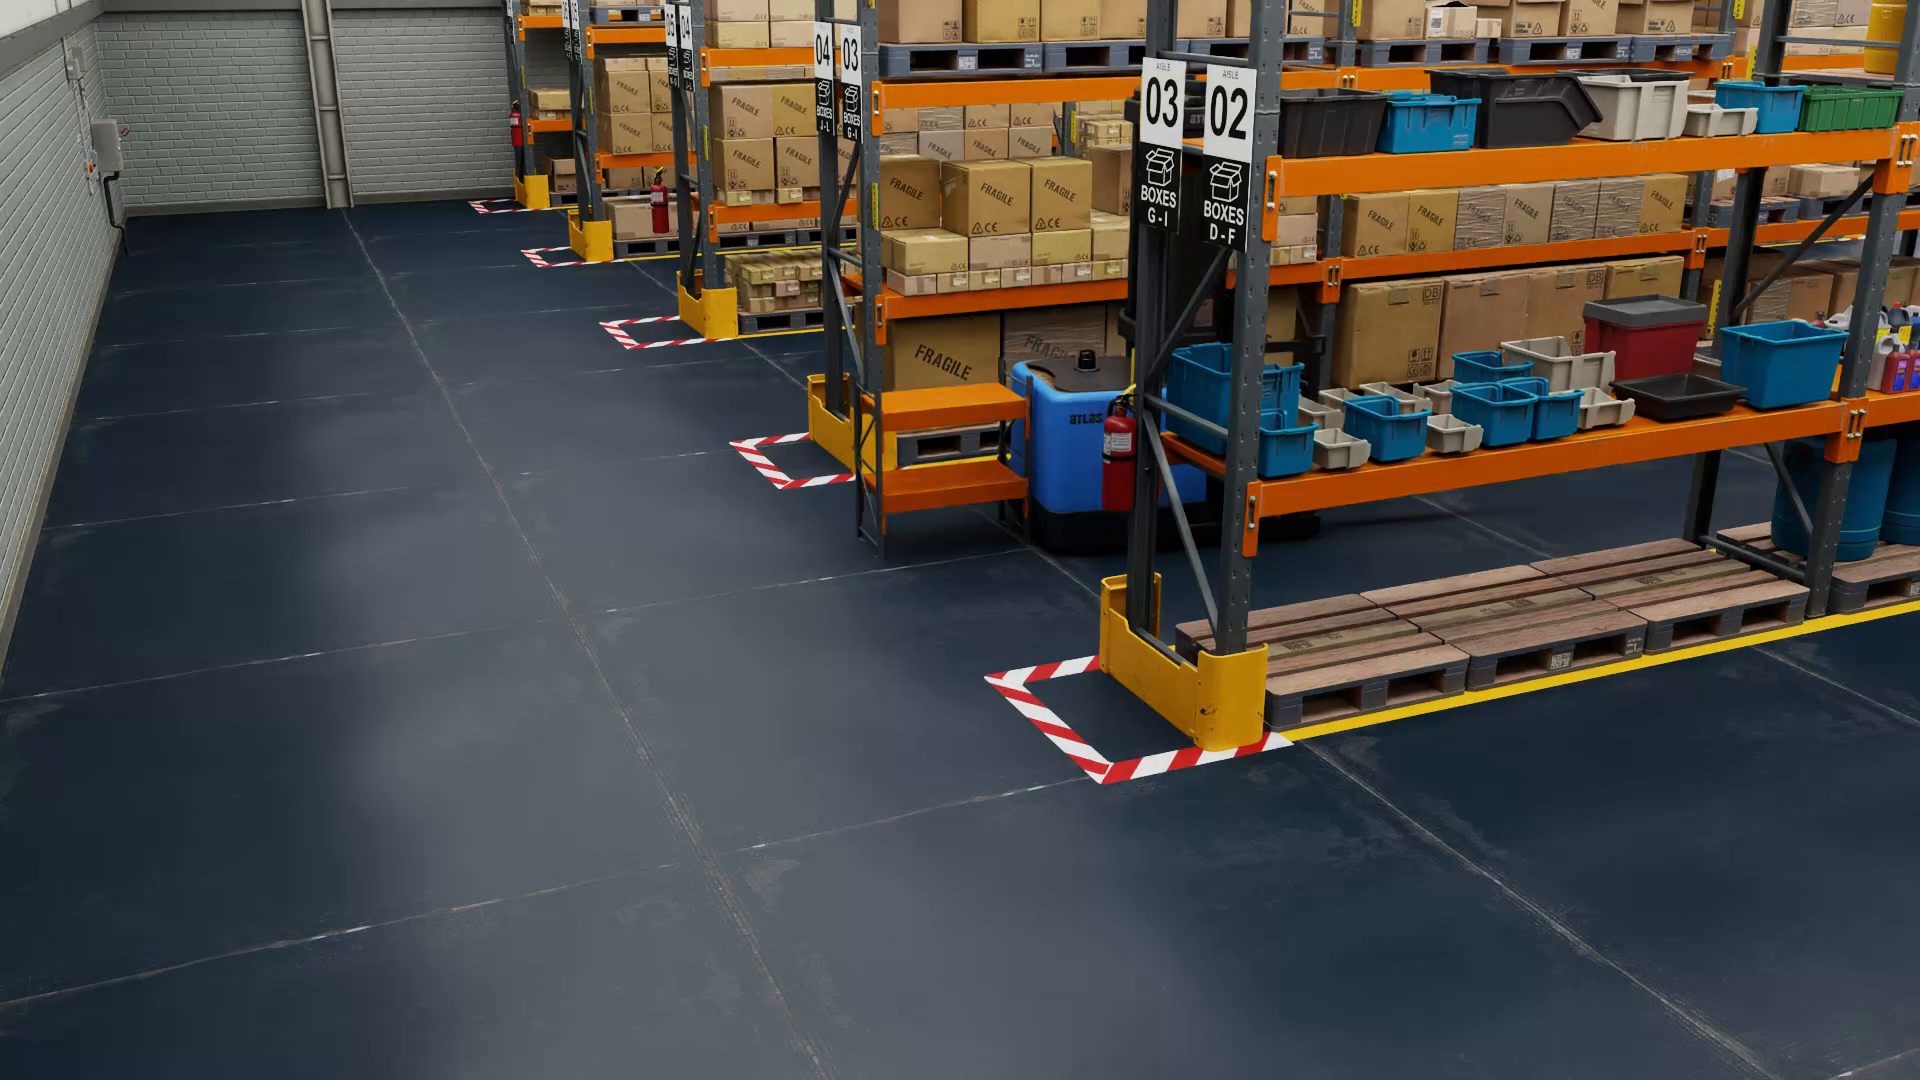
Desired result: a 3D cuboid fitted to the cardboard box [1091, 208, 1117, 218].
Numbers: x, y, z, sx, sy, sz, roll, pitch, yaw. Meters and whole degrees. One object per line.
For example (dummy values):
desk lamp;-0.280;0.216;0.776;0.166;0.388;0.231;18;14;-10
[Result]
cardboard box;0.931;-2.512;13.419;0.500;0.250;0.500;-8;21;-22

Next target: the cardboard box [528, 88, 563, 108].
cardboard box;-6.397;-6.841;25.713;0.500;0.250;0.500;-8;21;-20

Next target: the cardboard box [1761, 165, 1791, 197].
cardboard box;7.480;-3.580;15.889;0.500;0.500;0.700;-5;20;-14

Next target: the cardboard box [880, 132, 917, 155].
cardboard box;-0.767;-3.991;17.241;0.500;0.500;0.500;-9;21;-23

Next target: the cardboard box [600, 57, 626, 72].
cardboard box;-4.309;-5.904;20.640;0.250;0.149;0.380;-8;21;-21

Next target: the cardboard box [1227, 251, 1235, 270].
cardboard box;1.995;-2.261;13.305;0.250;0.149;0.380;-8;21;-21

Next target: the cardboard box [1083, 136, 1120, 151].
cardboard box;1.526;-4.278;17.954;0.250;0.149;0.380;-8;21;-21

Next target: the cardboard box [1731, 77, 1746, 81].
cardboard box;9.689;-5.954;21.564;0.550;0.550;0.875;-8;21;-22

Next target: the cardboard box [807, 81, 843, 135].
cardboard box;-1.226;-4.388;16.863;0.500;0.500;0.500;-9;21;-23

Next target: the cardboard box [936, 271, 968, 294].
cardboard box;-0.127;-1.956;12.440;0.250;0.149;0.380;-8;21;-23

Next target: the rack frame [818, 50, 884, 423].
rack frame;-0.819;-2.095;12.455;0.127;3.000;1.000;-8;21;-22

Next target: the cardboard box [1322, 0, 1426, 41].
cardboard box;3.382;-4.360;13.590;0.500;0.500;0.700;-8;21;-21

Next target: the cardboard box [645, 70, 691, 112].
cardboard box;-3.719;-5.682;20.987;0.500;0.500;0.500;-9;21;-23

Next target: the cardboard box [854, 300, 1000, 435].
cardboard box;-0.263;-1.399;13.046;0.875;0.875;0.875;-8;21;-22

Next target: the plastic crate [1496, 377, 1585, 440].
plastic crate;2.985;-0.678;8.594;0.300;0.233;0.416;-8;21;-22

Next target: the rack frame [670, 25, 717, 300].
rack frame;-2.691;-3.621;16.788;0.127;3.000;1.000;-8;21;-22

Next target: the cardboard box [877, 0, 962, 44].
cardboard box;-0.363;-3.887;12.094;0.500;0.500;0.700;-10;22;-25

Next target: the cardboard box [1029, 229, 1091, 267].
cardboard box;0.666;-2.281;12.760;0.500;0.250;0.500;-9;21;-24

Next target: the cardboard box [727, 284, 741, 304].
cardboard box;-2.290;-2.607;17.569;0.250;0.149;0.380;-8;21;-21

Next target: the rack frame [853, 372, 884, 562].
rack frame;-0.587;-0.470;10.663;0.032;1.125;0.500;-7;21;-19

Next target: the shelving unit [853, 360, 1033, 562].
shelving unit;-0.111;-0.529;10.831;1.048;1.125;0.538;-7;21;-19

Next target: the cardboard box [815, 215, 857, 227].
cardboard box;-1.691;-4.583;22.746;0.875;0.438;0.875;-8;21;-23

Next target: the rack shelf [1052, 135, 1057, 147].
rack shelf;0.765;-5.567;23.399;4.000;0.370;1.077;-8;21;-22

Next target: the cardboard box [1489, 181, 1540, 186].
cardboard box;4.636;-3.401;14.504;0.637;0.503;0.797;-7;21;-20

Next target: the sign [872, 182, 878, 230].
sign;-0.605;-2.370;11.815;0.005;0.325;0.100;-8;21;-22

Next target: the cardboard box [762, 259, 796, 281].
cardboard box;-1.870;-2.793;17.202;0.250;0.149;0.380;-8;21;-21

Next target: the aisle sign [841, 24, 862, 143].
aisle sign;-0.766;-3.220;11.736;0.004;0.787;0.394;-8;21;-22

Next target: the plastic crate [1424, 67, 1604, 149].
plastic crate;2.655;-2.087;8.010;0.767;0.338;0.504;-8;21;-22

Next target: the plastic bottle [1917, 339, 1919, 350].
plastic bottle;6.038;-1.297;10.382;0.097;0.271;0.097;0;19;0

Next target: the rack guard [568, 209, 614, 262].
rack guard;-4.766;-3.935;21.444;0.348;0.500;1.175;-8;21;-22

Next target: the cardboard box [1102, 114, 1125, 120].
cardboard box;1.758;-4.688;18.671;0.250;0.149;0.380;-9;21;-24

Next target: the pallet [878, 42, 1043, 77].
pallet;-0.142;-3.569;12.258;1.213;0.211;1.003;-8;21;-22

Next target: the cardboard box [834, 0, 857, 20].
cardboard box;-1.237;-5.311;16.545;0.500;0.250;0.500;-8;21;-21

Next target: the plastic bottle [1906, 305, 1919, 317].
plastic bottle;5.972;-1.335;10.483;0.135;0.276;0.152;-8;21;-22

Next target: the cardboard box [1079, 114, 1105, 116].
cardboard box;1.777;-5.881;23.433;0.500;0.250;0.500;-8;21;-21

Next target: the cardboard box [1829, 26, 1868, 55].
cardboard box;7.999;-4.613;15.317;0.500;0.250;0.500;-8;21;-21

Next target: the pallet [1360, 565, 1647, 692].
pallet;3.034;0.475;9.355;1.213;0.211;1.003;-8;21;-22

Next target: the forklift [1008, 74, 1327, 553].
forklift;1.909;-1.543;10.991;3.031;2.935;1.130;-5;20;-13

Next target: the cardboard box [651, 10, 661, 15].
cardboard box;-4.656;-8.104;25.382;0.250;0.149;0.380;-8;21;-21

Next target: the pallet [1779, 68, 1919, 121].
pallet;5.497;-2.569;9.570;1.003;0.211;1.213;-8;21;-22

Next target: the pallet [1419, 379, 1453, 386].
pallet;4.654;-1.592;15.225;1.213;0.211;1.003;-8;21;-22

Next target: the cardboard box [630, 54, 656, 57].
cardboard box;-4.067;-6.150;21.340;0.250;0.149;0.380;-8;21;-22

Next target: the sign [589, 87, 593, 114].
sign;-4.530;-5.392;20.398;0.005;0.325;0.100;-8;21;-22

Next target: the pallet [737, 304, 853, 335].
pallet;-1.861;-2.411;17.553;1.213;0.211;1.003;-8;21;-22

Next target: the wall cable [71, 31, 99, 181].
wall cable;-10.485;-5.278;19.966;0.122;1.984;0.588;-8;21;-22

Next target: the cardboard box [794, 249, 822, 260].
cardboard box;-1.601;-3.005;17.803;0.250;0.149;0.380;-9;21;-24

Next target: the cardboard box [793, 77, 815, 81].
cardboard box;-1.430;-4.554;17.334;0.500;0.500;0.500;-7;21;-19

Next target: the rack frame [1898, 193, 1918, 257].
rack frame;10.199;-3.673;16.938;0.127;3.000;1.000;-8;21;-22

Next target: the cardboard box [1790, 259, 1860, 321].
cardboard box;8.668;-2.497;16.698;0.500;0.500;0.700;-10;22;-27

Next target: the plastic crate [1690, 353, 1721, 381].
plastic crate;4.332;-0.997;9.643;0.243;0.136;0.396;-8;21;-22

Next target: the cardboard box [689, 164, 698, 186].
cardboard box;-4.361;-5.938;26.501;0.500;0.500;0.700;-9;21;-24

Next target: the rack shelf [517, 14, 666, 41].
rack shelf;-4.877;-7.969;25.704;4.000;0.370;1.077;-8;21;-22

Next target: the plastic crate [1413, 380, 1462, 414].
plastic crate;2.602;-0.773;9.008;0.250;0.136;0.298;-8;21;-22

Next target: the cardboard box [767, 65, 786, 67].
cardboard box;-2.427;-6.181;21.428;0.250;0.149;0.380;-9;21;-23

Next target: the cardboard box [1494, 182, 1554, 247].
cardboard box;4.769;-2.854;14.461;0.500;0.500;0.500;-8;21;-21

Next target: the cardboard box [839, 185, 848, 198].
cardboard box;-1.336;-3.614;17.148;0.250;0.149;0.380;-8;21;-22
